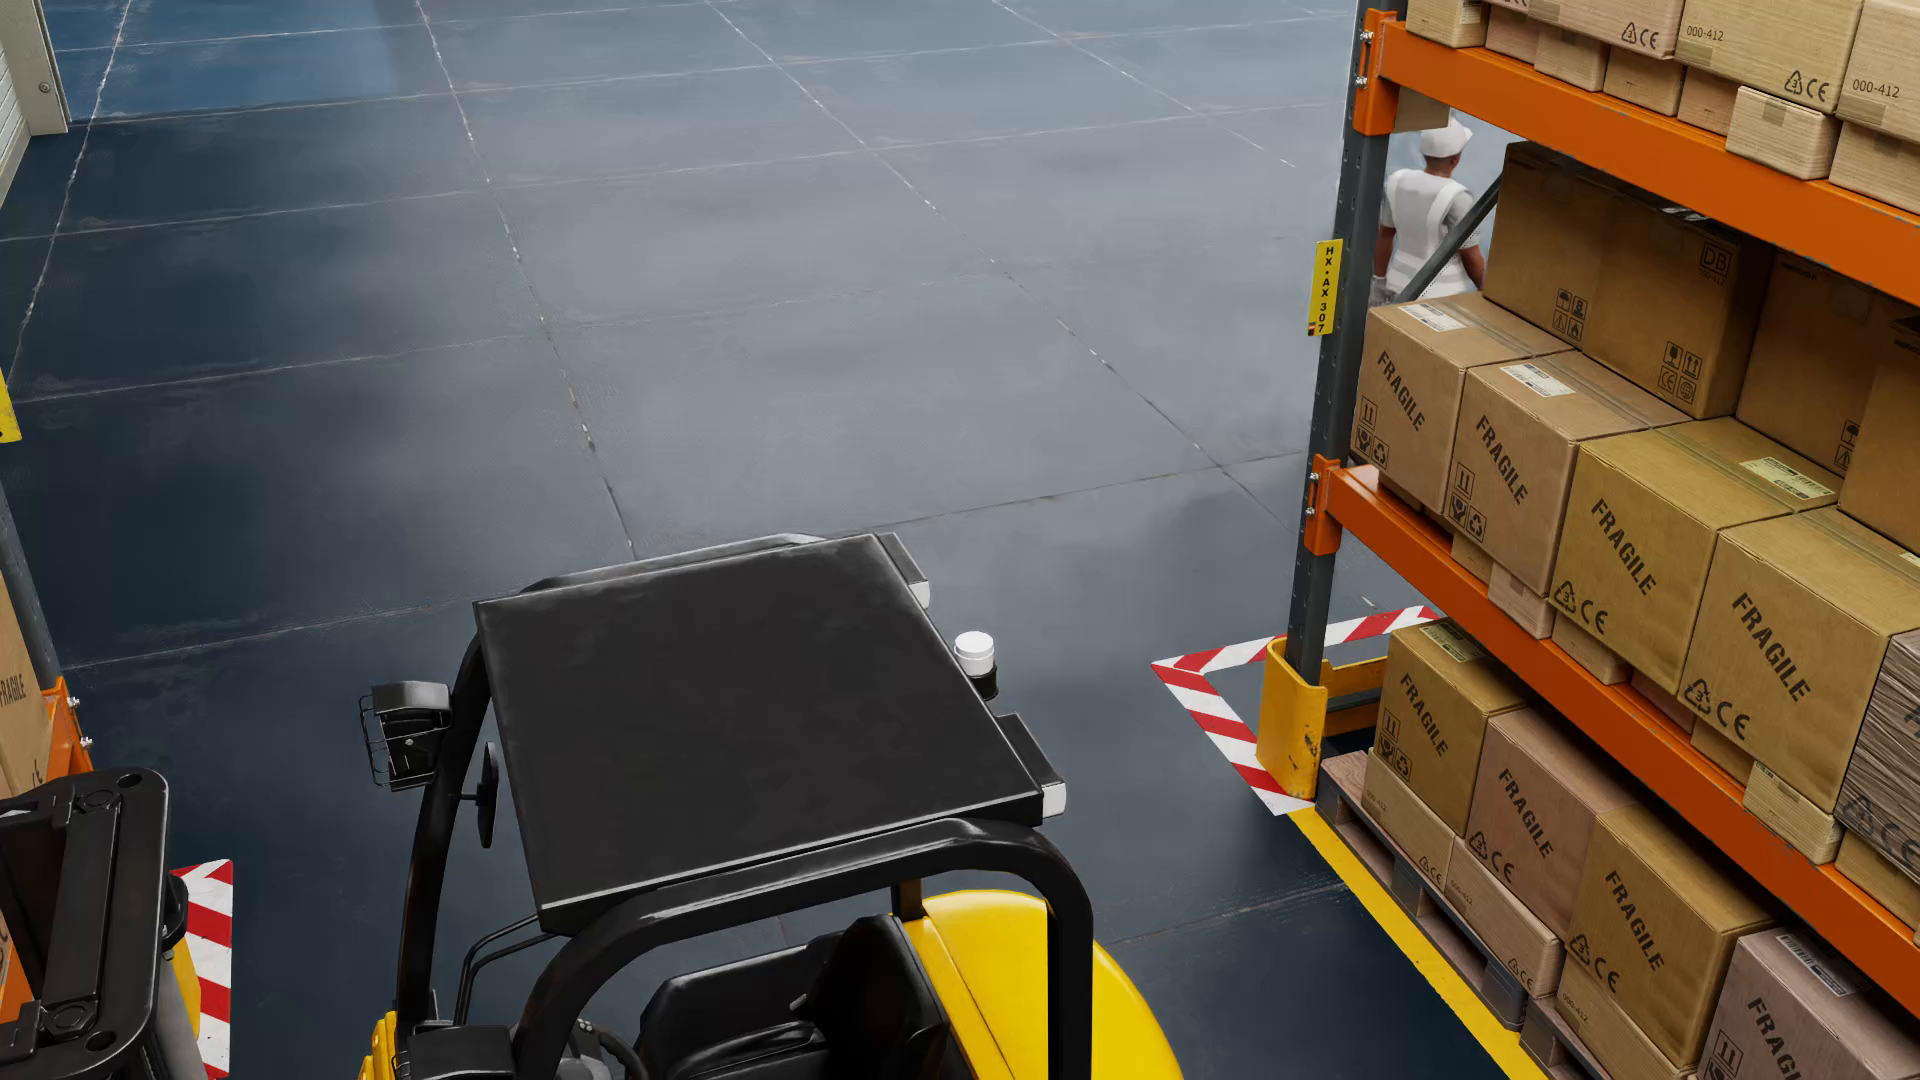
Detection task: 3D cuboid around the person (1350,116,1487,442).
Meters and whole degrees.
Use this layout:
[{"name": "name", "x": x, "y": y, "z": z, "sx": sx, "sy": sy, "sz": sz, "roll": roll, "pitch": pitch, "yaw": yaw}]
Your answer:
[{"name": "person", "x": 2.407, "y": -1.276, "z": 8.353, "sx": 1.048, "sy": 1.733, "sz": 0.553, "roll": -13, "pitch": 32, "yaw": -21}]
